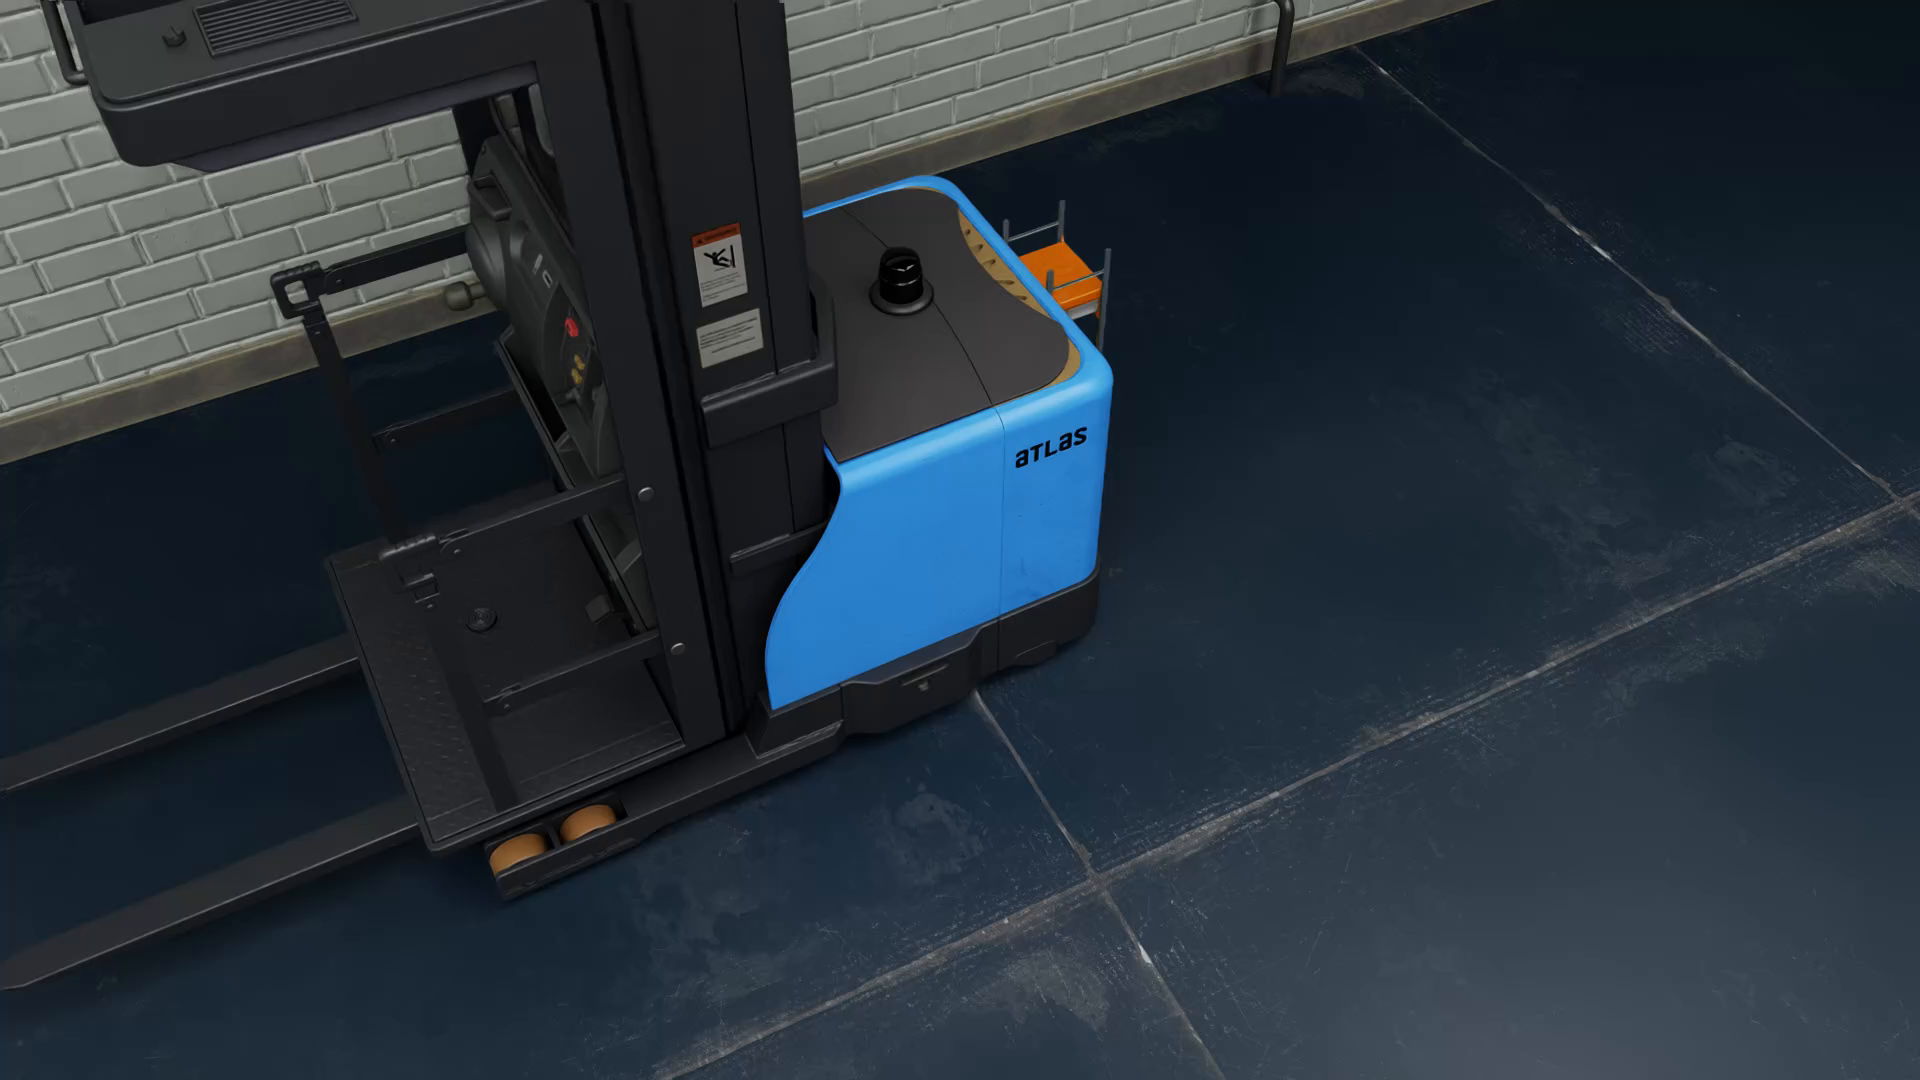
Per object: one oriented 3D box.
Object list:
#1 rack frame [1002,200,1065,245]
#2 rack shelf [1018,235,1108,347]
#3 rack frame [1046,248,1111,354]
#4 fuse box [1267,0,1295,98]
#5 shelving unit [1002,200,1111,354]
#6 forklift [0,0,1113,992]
[{"bbox_3d":[0.207,-0.578,5.058,0.200,1.050,0.008,-22,53,-18],"label":"rack frame"},{"bbox_3d":[0.266,-0.677,4.782,0.215,0.259,0.240,-22,53,-18],"label":"rack shelf"},{"bbox_3d":[0.325,-0.417,4.917,0.200,1.050,0.008,-22,53,-18],"label":"rack frame"},{"bbox_3d":[1.333,-2.395,6.208,0.539,1.711,0.414,-21,52,-18],"label":"fuse box"},{"bbox_3d":[0.266,-0.497,4.987,0.215,1.050,0.252,-22,53,-18],"label":"shelving unit"},{"bbox_3d":[-1.140,-0.486,3.728,3.031,2.935,1.130,-22,52,-18],"label":"forklift"}]
